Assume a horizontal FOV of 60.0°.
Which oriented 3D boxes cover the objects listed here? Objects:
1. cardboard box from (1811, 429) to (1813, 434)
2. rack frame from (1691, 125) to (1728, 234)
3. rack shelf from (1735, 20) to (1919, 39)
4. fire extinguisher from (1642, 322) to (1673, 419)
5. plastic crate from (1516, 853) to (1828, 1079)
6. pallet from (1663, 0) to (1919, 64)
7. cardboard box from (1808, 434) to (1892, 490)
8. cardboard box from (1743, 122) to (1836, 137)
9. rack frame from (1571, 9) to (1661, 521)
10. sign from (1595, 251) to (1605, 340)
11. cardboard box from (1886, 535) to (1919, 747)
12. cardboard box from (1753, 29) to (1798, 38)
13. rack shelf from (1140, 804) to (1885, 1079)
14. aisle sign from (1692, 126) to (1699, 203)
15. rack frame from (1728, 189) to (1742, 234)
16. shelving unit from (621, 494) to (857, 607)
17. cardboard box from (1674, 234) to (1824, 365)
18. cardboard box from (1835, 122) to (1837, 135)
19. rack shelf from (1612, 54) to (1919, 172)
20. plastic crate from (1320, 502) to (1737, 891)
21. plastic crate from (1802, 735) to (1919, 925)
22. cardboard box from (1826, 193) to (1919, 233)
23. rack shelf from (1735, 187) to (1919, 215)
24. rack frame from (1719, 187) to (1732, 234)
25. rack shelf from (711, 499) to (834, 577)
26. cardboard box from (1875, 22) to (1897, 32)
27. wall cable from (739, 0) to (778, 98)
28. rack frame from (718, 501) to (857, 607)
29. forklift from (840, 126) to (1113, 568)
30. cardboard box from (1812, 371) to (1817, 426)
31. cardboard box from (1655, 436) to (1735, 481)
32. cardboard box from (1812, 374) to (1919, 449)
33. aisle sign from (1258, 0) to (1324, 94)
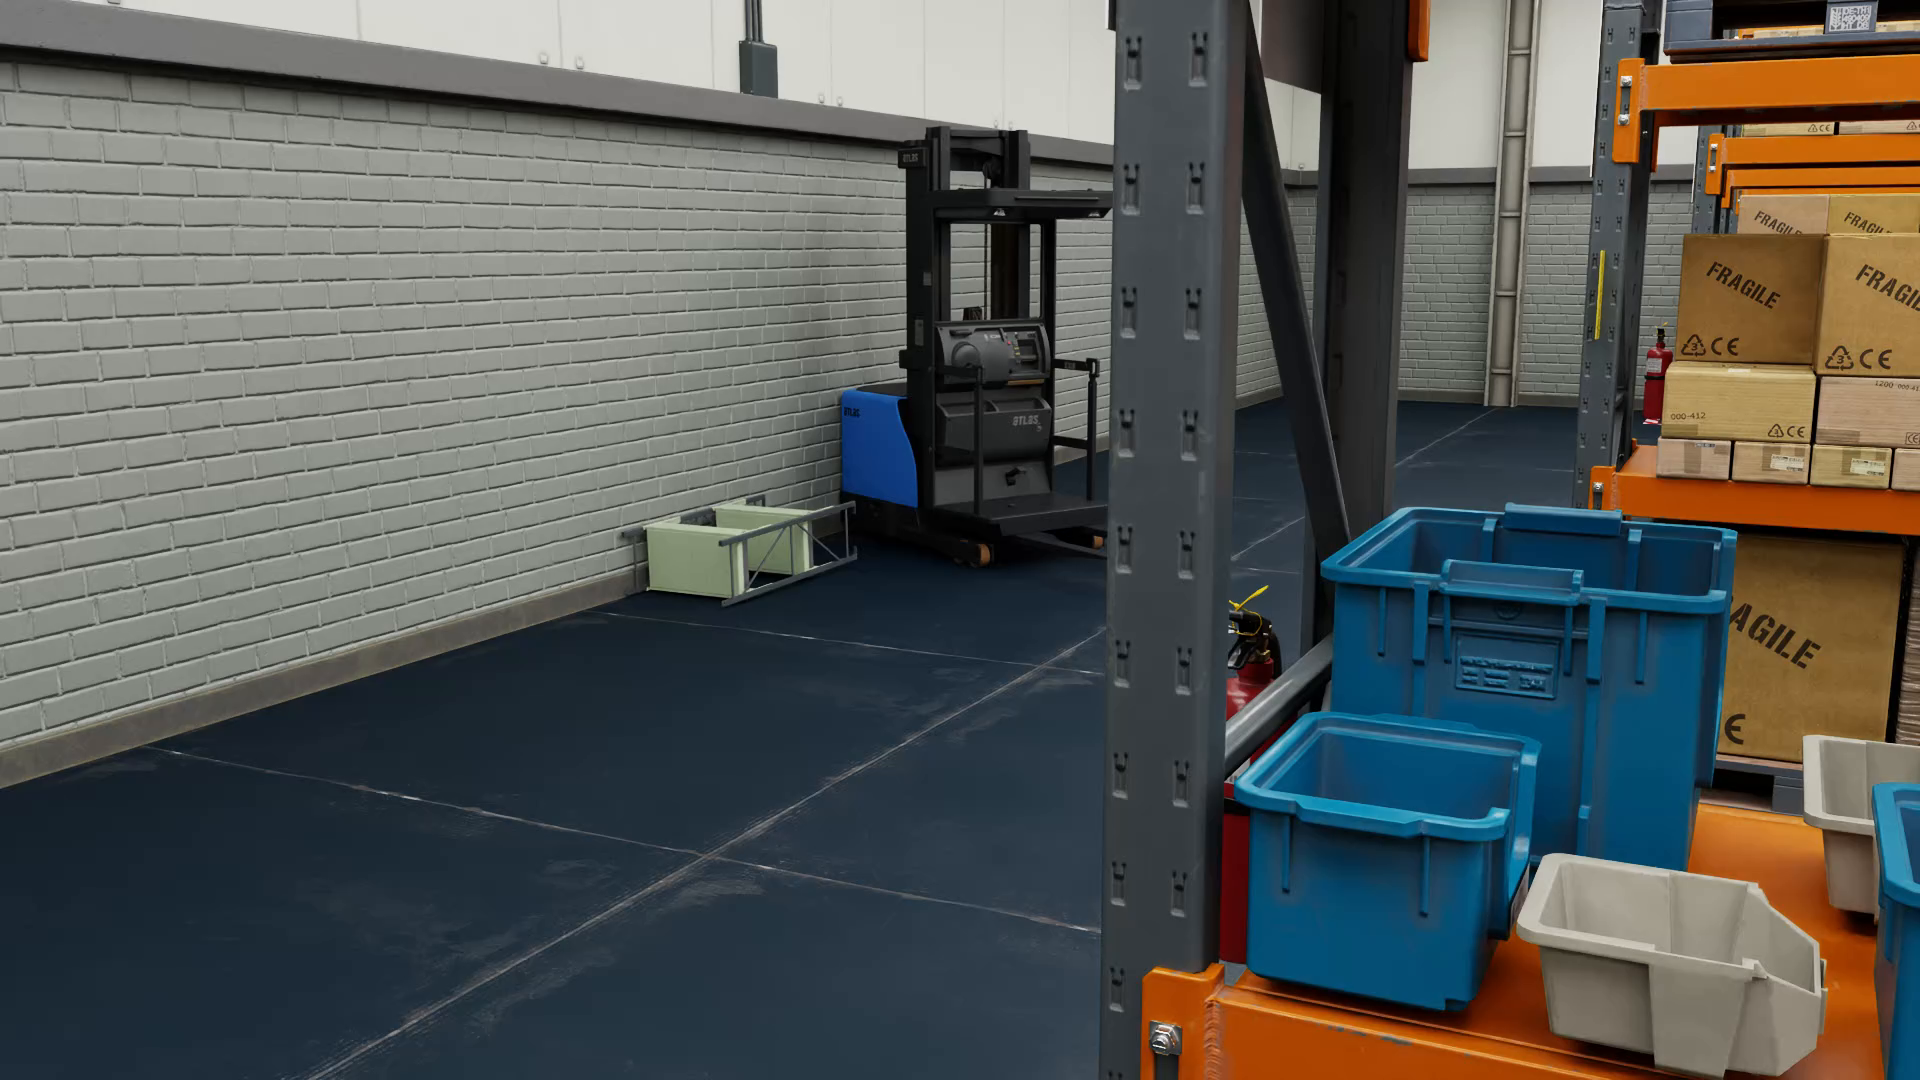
[{"bbox_3d":[3.560,-0.396,6.702,0.250,0.149,0.380,5,11,26],"label":"cardboard box"},{"bbox_3d":[4.921,-1.320,11.100,0.127,3.000,1.000,5,11,26],"label":"rack frame"},{"bbox_3d":[8.814,-4.362,14.207,4.000,0.370,1.077,5,11,26],"label":"rack shelf"},{"bbox_3d":[4.899,-1.192,11.657,0.183,0.674,0.296,5,11,26],"label":"fire extinguisher"},{"bbox_3d":[0.771,0.466,1.804,0.298,0.136,0.250,5,11,26],"label":"plastic crate"},{"bbox_3d":[3.305,-1.911,6.194,1.213,0.211,1.003,5,11,26],"label":"pallet"},{"bbox_3d":[3.268,-0.291,6.122,0.250,0.149,0.380,5,11,24],"label":"cardboard box"},{"bbox_3d":[5.210,-2.646,10.425,0.500,0.250,0.500,5,12,28],"label":"cardboard box"},{"bbox_3d":[2.636,-0.536,6.767,0.127,3.000,1.000,5,11,26],"label":"rack frame"},{"bbox_3d":[2.385,-0.912,6.196,0.005,0.325,0.100,5,11,26],"label":"sign"},{"bbox_3d":[4.061,0.413,6.314,0.875,0.875,0.875,5,11,26],"label":"cardboard box"},{"bbox_3d":[5.111,-3.102,10.424,0.250,0.149,0.380,5,11,25],"label":"cardboard box"},{"bbox_3d":[2.238,0.767,1.589,4.000,0.370,1.077,5,11,26],"label":"rack shelf"},{"bbox_3d":[4.723,-2.557,10.635,0.004,0.787,0.394,5,11,26],"label":"aisle sign"},{"bbox_3d":[9.213,-2.911,19.894,0.127,3.000,1.000,5,11,26],"label":"rack frame"},{"bbox_3d":[-1.383,0.041,10.694,0.755,0.431,1.500,5,13,28],"label":"shelving unit"},{"bbox_3d":[3.189,-0.981,6.707,0.500,0.500,0.500,5,11,27],"label":"cardboard box"},{"bbox_3d":[5.446,-2.728,10.881,0.500,0.250,0.500,5,11,25],"label":"cardboard box"},{"bbox_3d":[4.429,-1.500,5.693,4.000,0.370,1.077,5,11,26],"label":"rack shelf"},{"bbox_3d":[0.827,0.205,2.407,0.499,0.435,0.616,5,11,26],"label":"plastic crate"},{"bbox_3d":[1.255,0.391,2.219,0.243,0.136,0.396,5,11,26],"label":"plastic crate"},{"bbox_3d":[5.661,-1.891,10.332,0.500,0.500,0.500,5,12,27],"label":"cardboard box"},{"bbox_3d":[11.007,-3.876,18.820,4.000,0.370,1.077,5,11,26],"label":"rack shelf"},{"bbox_3d":[7.020,-2.118,15.512,0.127,3.000,1.000,5,11,26],"label":"rack frame"},{"bbox_3d":[-1.229,-0.018,10.975,0.720,0.431,0.370,5,13,28],"label":"rack shelf"},{"bbox_3d":[5.542,-3.046,10.115,0.250,0.149,0.380,5,11,26],"label":"cardboard box"},{"bbox_3d":[-0.910,-6.067,11.450,0.120,5.999,2.277,5,11,26],"label":"wall cable"},{"bbox_3d":[-1.061,0.068,10.523,0.023,0.400,1.500,5,13,28],"label":"rack frame"},{"bbox_3d":[0.368,-1.352,11.471,1.130,2.935,3.031,-7,13,-35],"label":"forklift"},{"bbox_3d":[3.642,-0.572,6.556,0.500,0.250,0.500,5,11,25],"label":"cardboard box"},{"bbox_3d":[2.808,-0.331,6.344,0.250,0.149,0.380,5,11,26],"label":"cardboard box"},{"bbox_3d":[3.416,-0.487,6.086,0.500,0.250,0.500,5,11,25],"label":"cardboard box"},{"bbox_3d":[0.509,-1.076,2.455,0.004,0.787,0.394,5,11,26],"label":"aisle sign"}]
